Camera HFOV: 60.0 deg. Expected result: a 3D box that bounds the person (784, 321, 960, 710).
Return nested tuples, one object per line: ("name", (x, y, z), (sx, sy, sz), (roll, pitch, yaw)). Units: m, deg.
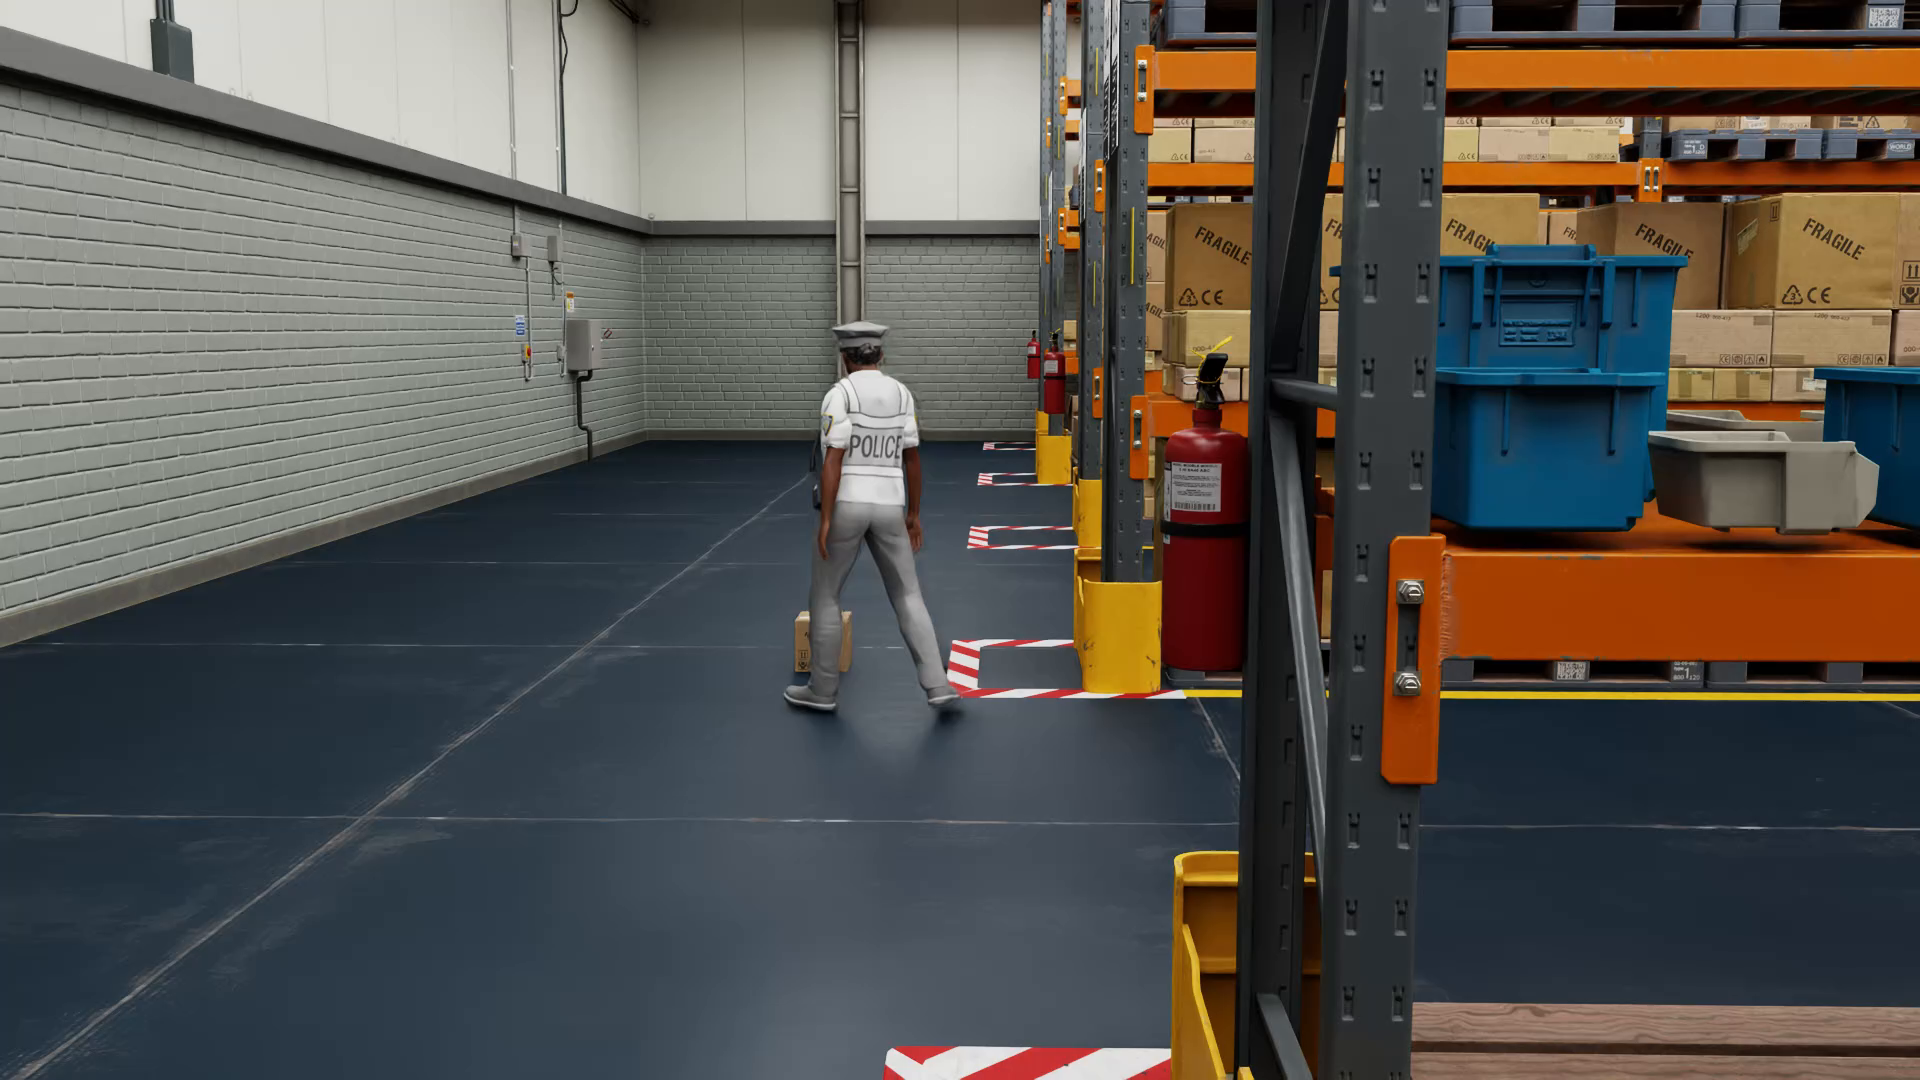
("person", (-0.354, -0.097, 7.012), (0.621, 1.639, 0.663), (-4, 9, -31))
